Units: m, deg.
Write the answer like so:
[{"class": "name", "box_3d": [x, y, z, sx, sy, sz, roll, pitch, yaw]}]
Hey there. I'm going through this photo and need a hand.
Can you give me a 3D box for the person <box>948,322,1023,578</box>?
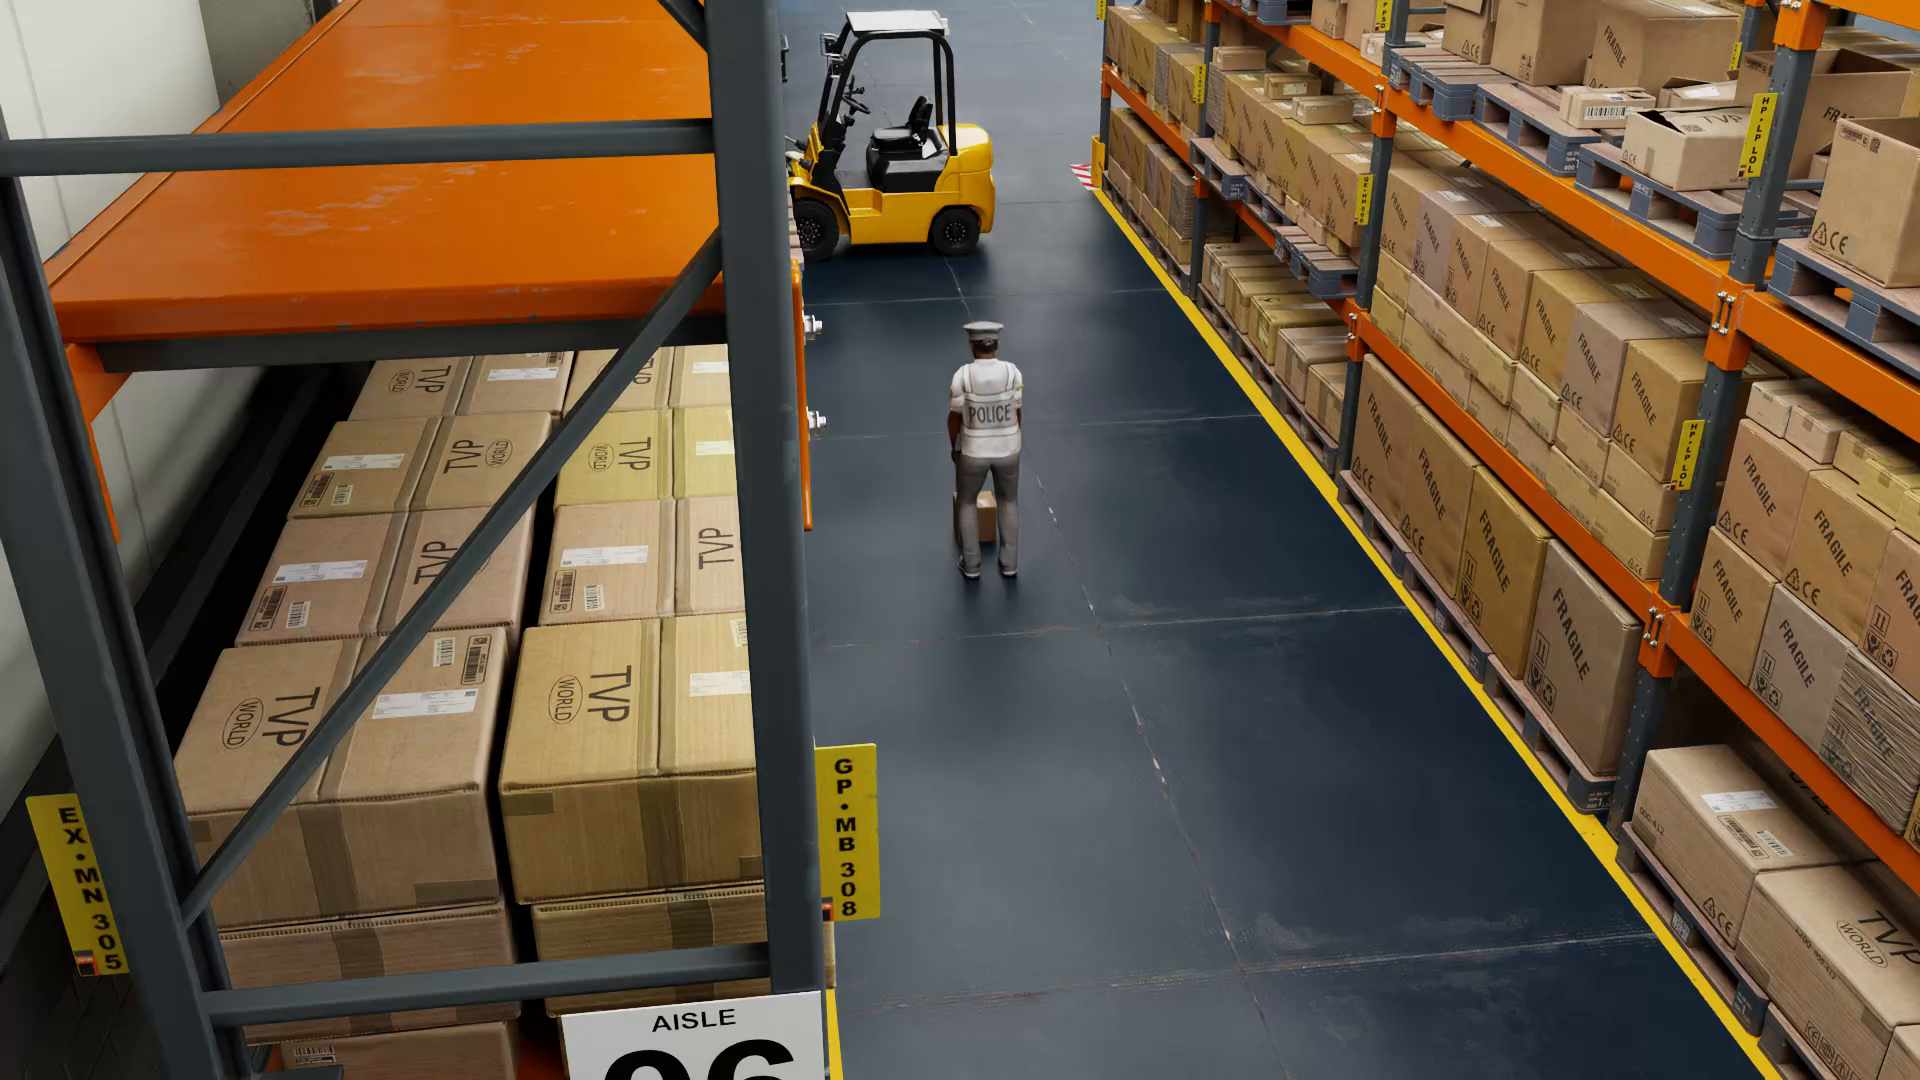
[{"class": "person", "box_3d": [0.149, -0.535, 10.170, 0.451, 1.637, 0.410, -3, 27, -6]}]
